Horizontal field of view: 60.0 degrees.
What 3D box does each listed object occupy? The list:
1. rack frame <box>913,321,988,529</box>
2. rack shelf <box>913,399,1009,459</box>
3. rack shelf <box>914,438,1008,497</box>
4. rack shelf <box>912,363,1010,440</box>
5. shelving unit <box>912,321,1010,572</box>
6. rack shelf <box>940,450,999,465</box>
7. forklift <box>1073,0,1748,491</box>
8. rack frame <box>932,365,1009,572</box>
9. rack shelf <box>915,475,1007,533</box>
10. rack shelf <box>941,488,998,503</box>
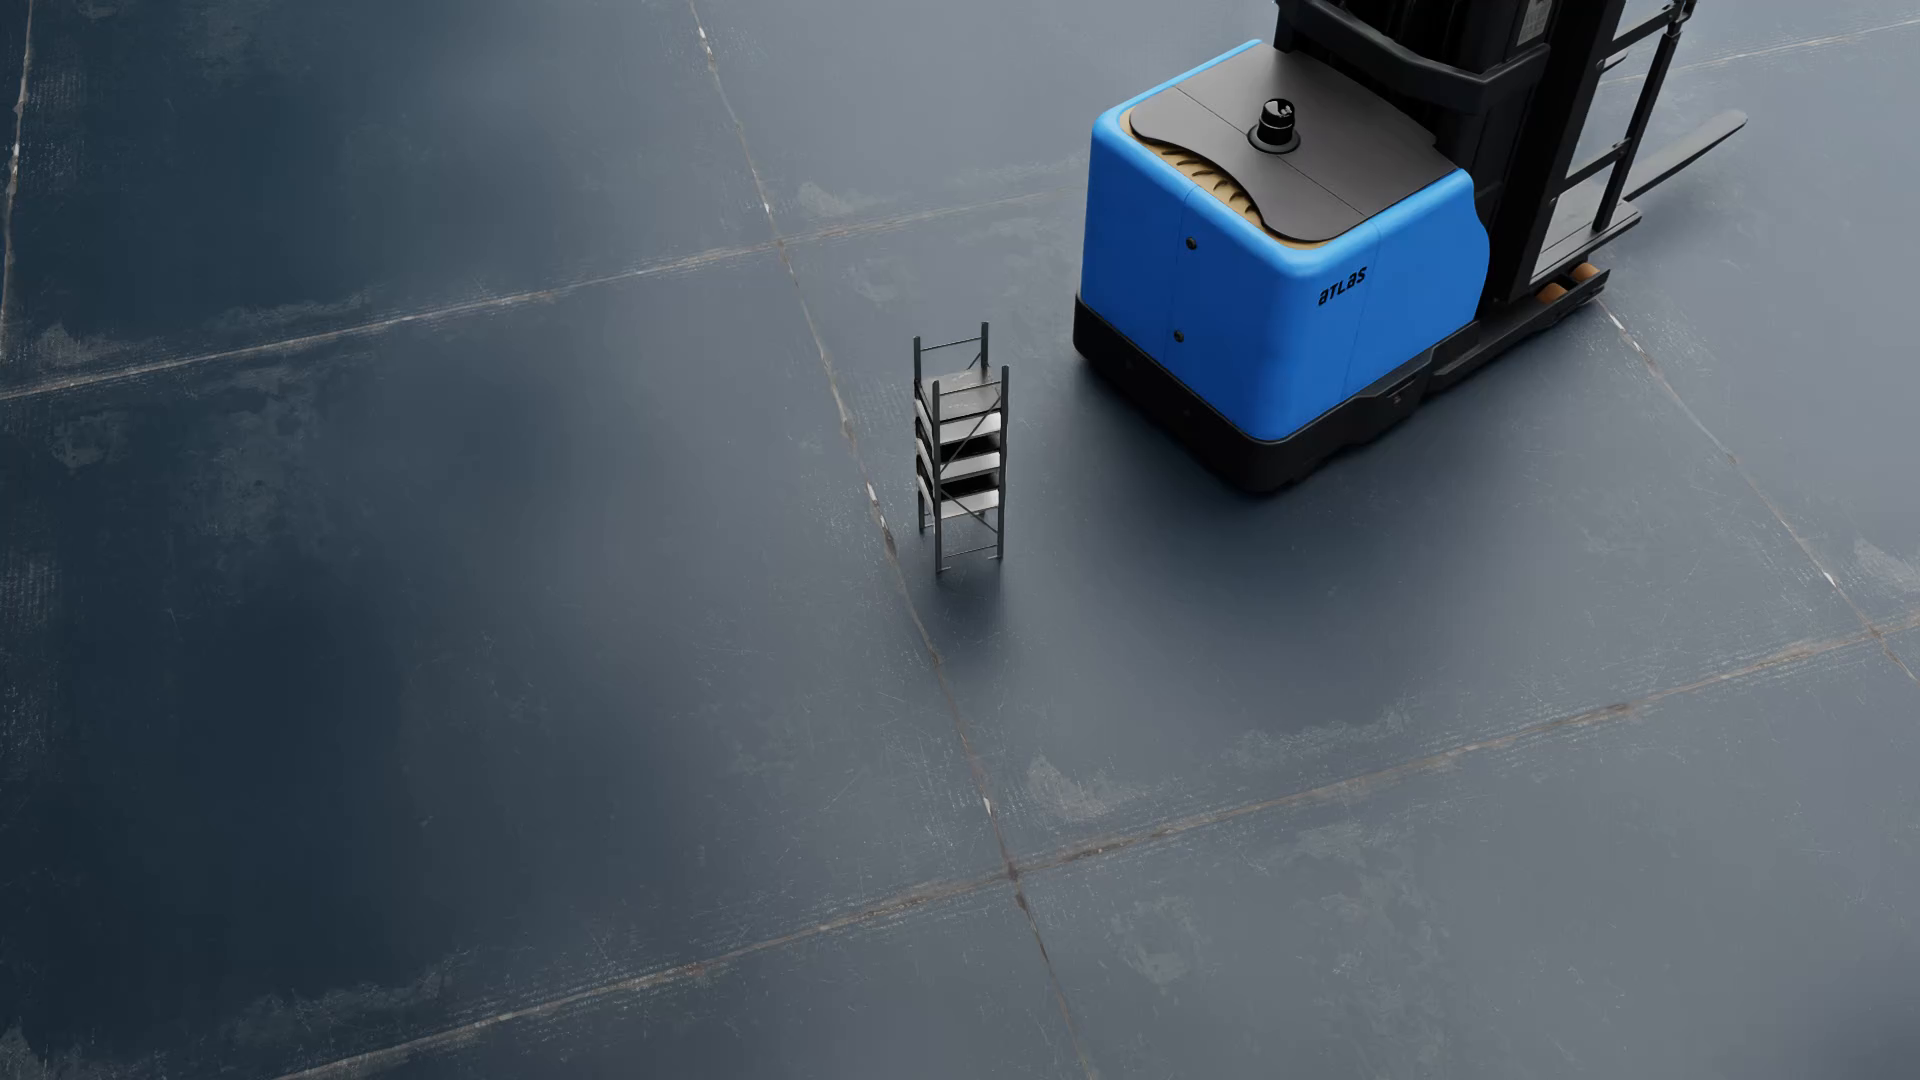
[{"bbox_3d":[-0.028,-0.358,5.464,0.240,0.900,0.006,-13,51,-11],"label":"rack frame"},{"bbox_3d":[0.002,-0.379,5.289,0.258,0.077,0.200,-13,51,-11],"label":"rack shelf"},{"bbox_3d":[0.002,-0.263,5.426,0.258,0.077,0.200,-13,51,-11],"label":"rack shelf"},{"bbox_3d":[0.002,-0.437,5.220,0.258,0.077,0.200,-13,51,-11],"label":"rack shelf"},{"bbox_3d":[0.002,-0.284,5.401,0.258,0.900,0.210,-13,51,-11],"label":"shelving unit"},{"bbox_3d":[0.002,-0.330,5.346,0.199,0.015,0.184,-13,51,-11],"label":"rack shelf"},{"bbox_3d":[1.900,-2.062,5.571,3.031,2.935,1.130,-31,56,-23],"label":"forklift"},{"bbox_3d":[0.032,-0.210,5.338,0.240,0.900,0.006,-13,51,-11],"label":"rack frame"},{"bbox_3d":[0.002,-0.147,5.564,0.258,0.077,0.200,-13,51,-11],"label":"rack shelf"},{"bbox_3d":[0.002,-0.214,5.484,0.199,0.015,0.184,-13,51,-11],"label":"rack shelf"}]
